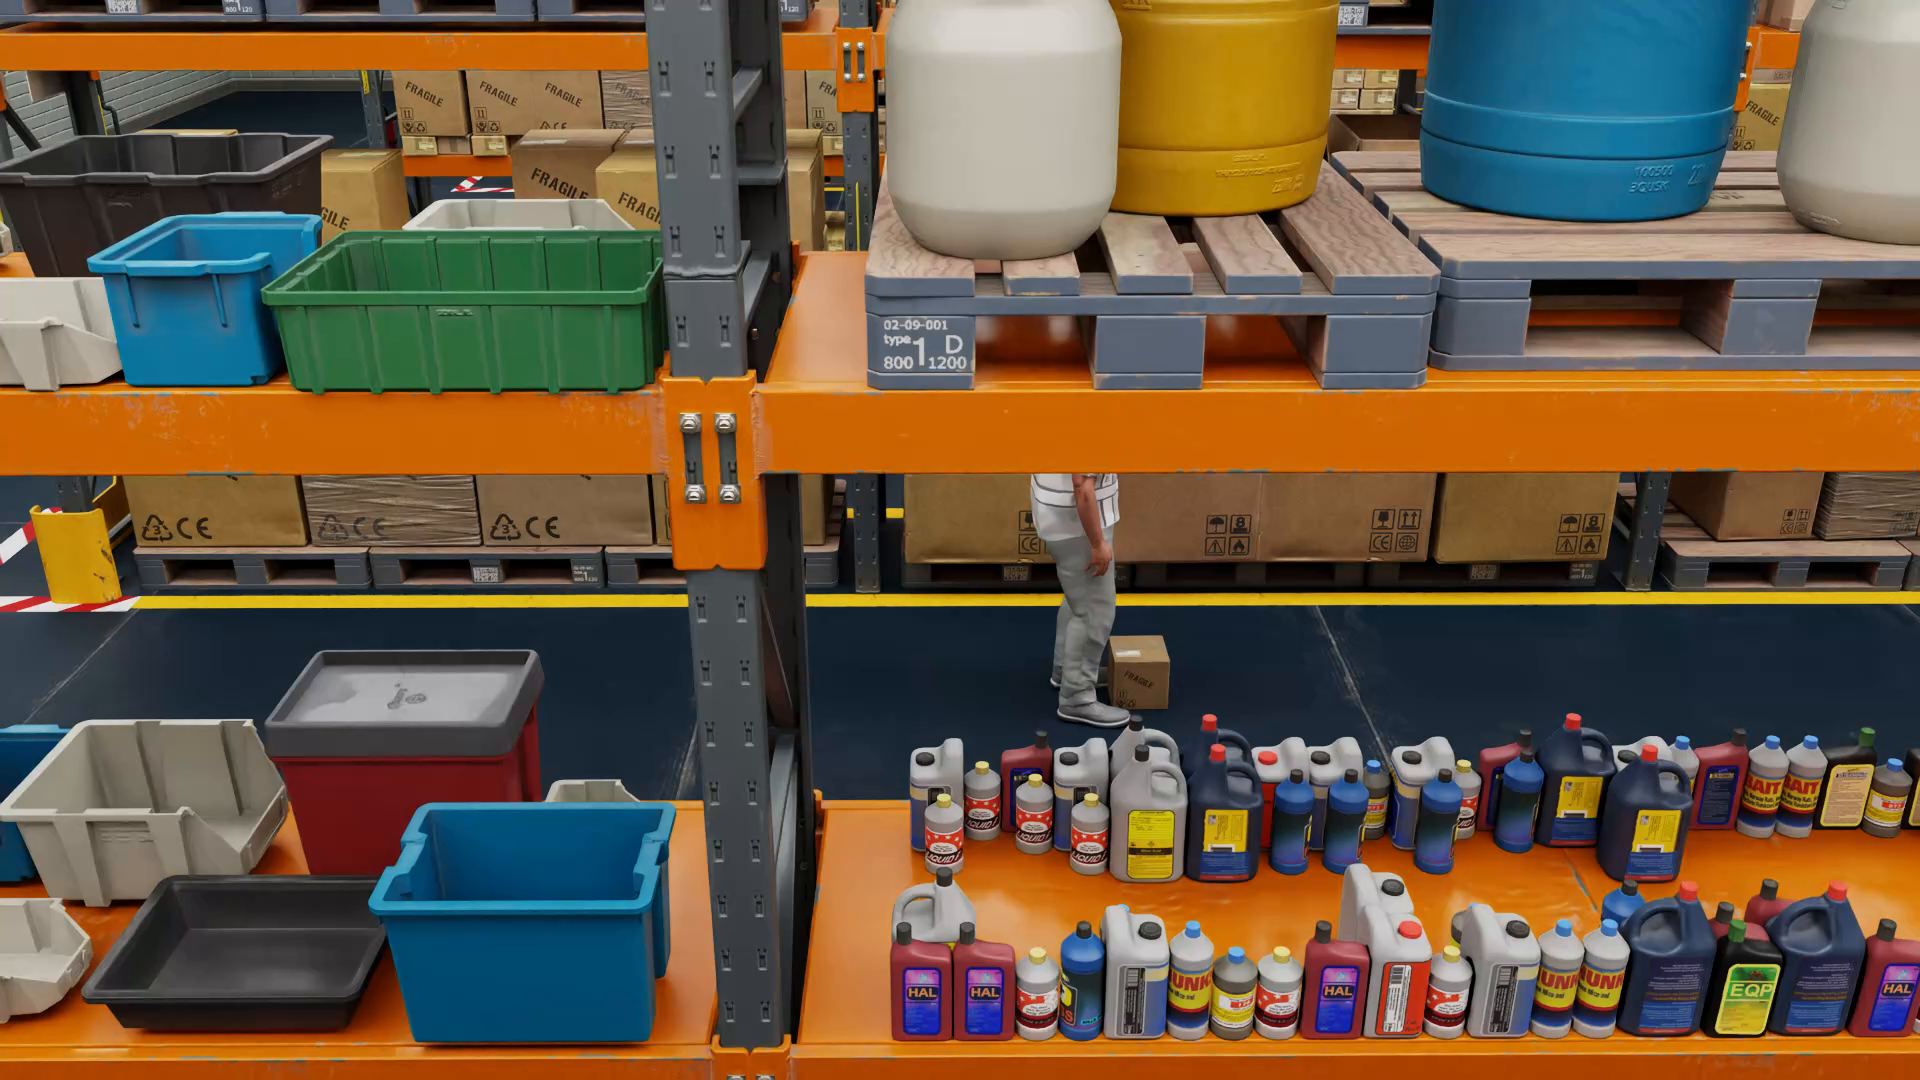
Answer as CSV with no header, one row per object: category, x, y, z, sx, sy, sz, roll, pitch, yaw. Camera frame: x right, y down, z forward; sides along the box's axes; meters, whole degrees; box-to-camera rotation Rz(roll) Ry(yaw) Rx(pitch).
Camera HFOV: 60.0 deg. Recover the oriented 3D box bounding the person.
person,0.534,-0.076,7.265,0.443,1.746,0.592,-2,24,-4
